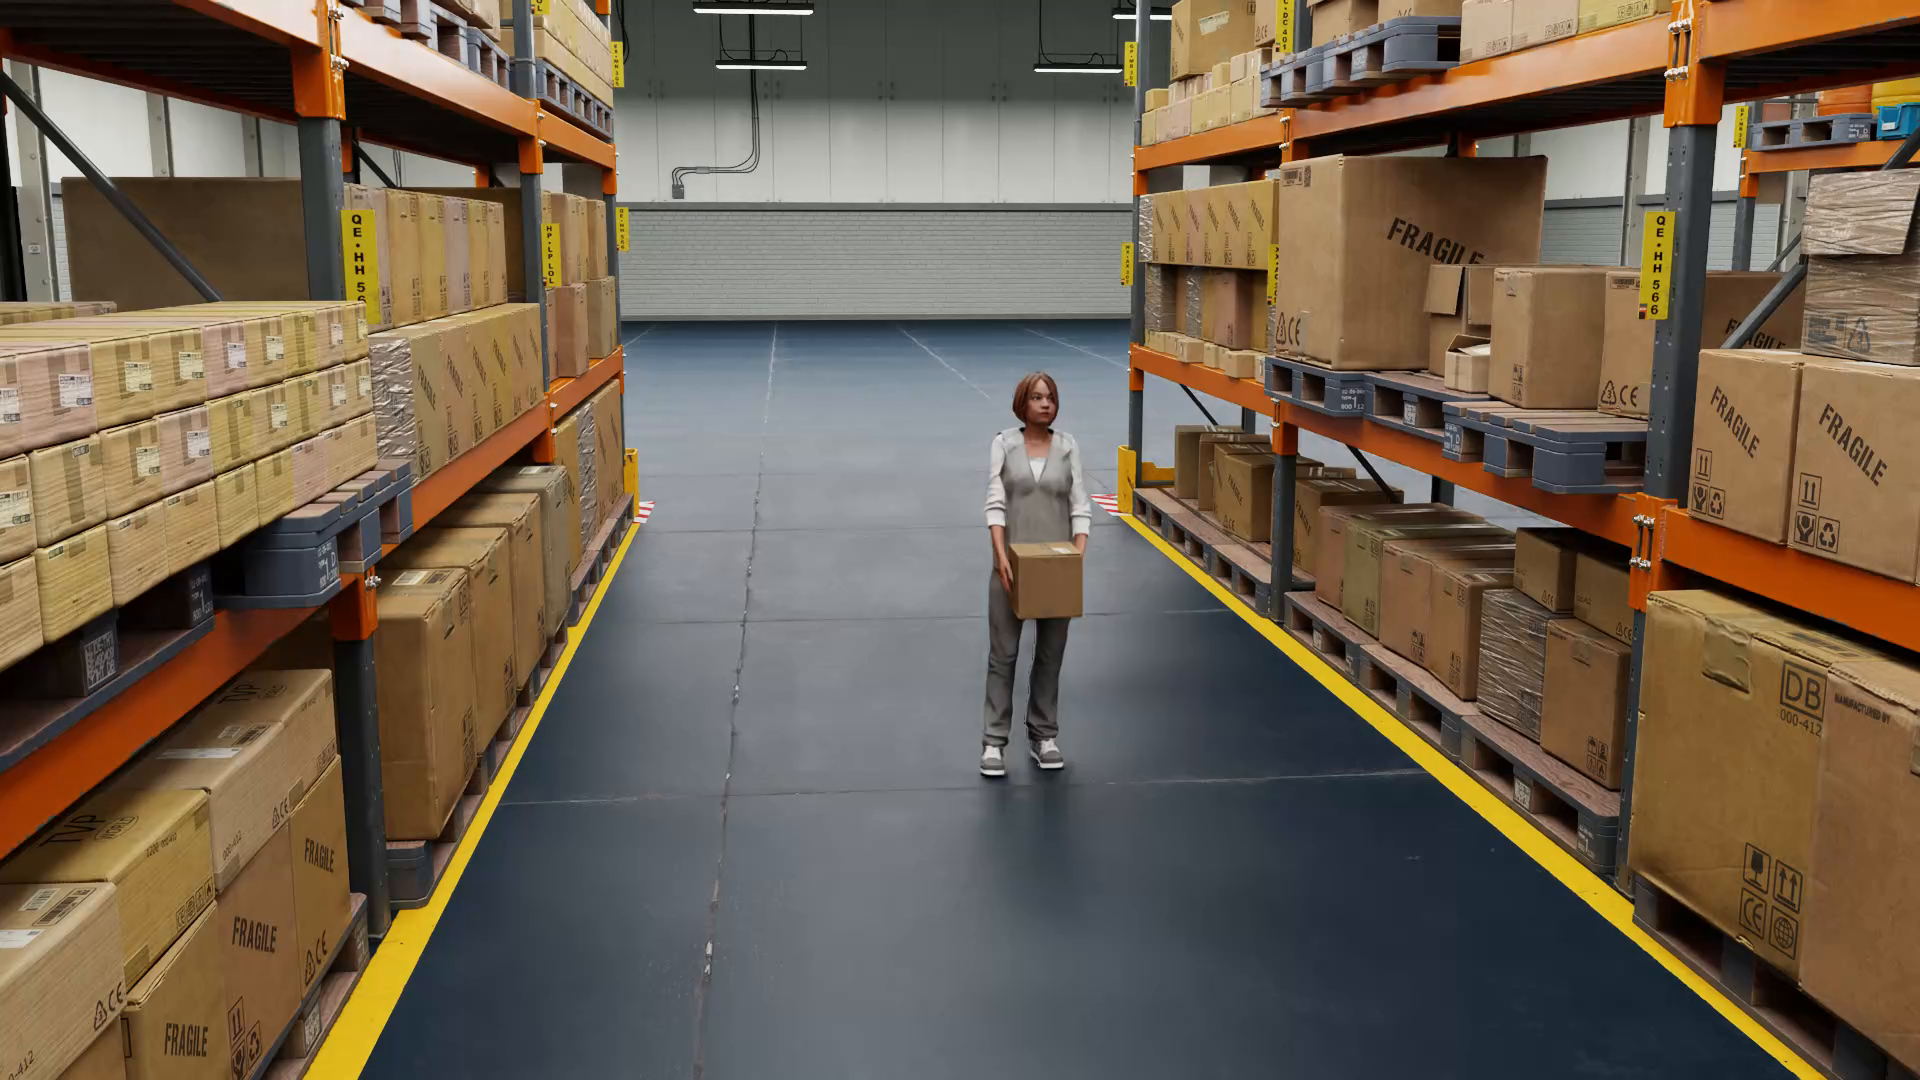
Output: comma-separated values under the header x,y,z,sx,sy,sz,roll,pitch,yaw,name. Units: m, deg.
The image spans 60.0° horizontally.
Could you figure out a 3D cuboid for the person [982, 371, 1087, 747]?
x,y,z,sx,sy,sz,roll,pitch,yaw,name
0.301,0.101,6.677,0.435,1.537,0.414,-1,10,-6,person
